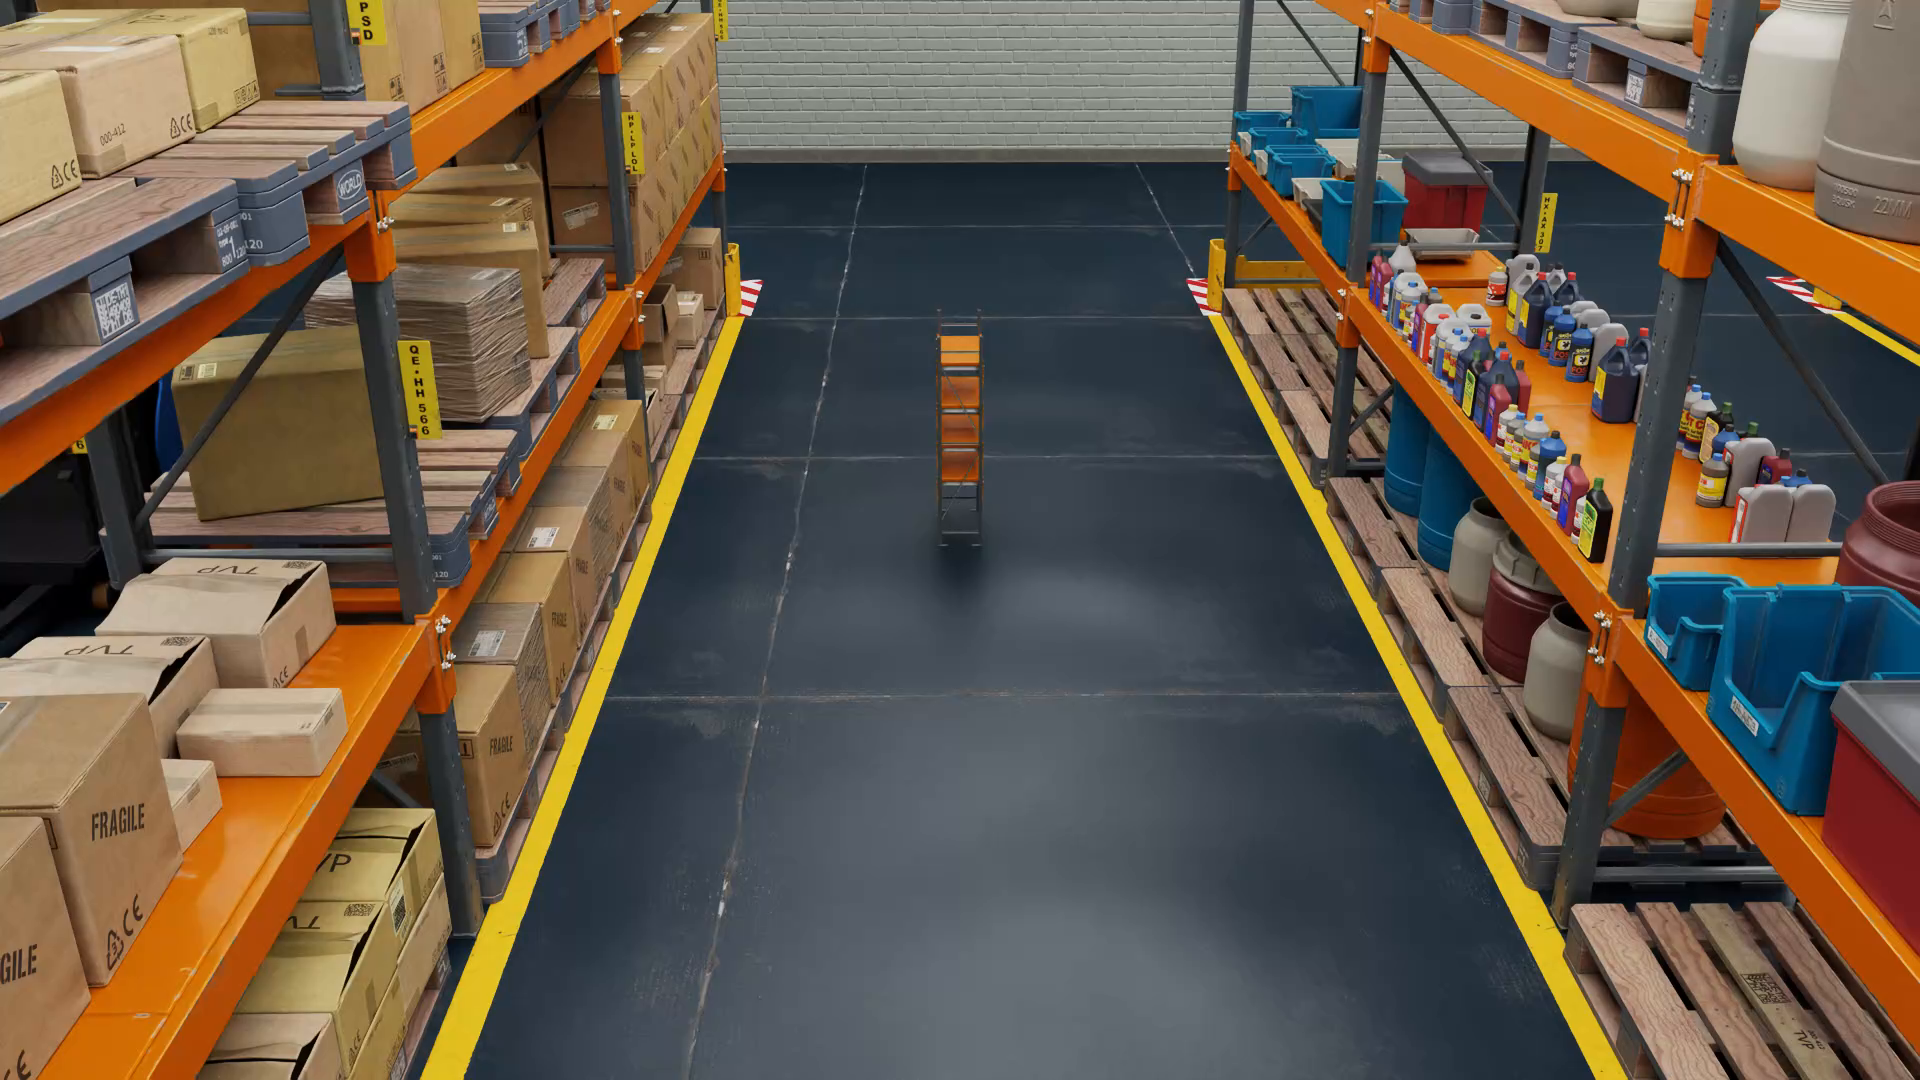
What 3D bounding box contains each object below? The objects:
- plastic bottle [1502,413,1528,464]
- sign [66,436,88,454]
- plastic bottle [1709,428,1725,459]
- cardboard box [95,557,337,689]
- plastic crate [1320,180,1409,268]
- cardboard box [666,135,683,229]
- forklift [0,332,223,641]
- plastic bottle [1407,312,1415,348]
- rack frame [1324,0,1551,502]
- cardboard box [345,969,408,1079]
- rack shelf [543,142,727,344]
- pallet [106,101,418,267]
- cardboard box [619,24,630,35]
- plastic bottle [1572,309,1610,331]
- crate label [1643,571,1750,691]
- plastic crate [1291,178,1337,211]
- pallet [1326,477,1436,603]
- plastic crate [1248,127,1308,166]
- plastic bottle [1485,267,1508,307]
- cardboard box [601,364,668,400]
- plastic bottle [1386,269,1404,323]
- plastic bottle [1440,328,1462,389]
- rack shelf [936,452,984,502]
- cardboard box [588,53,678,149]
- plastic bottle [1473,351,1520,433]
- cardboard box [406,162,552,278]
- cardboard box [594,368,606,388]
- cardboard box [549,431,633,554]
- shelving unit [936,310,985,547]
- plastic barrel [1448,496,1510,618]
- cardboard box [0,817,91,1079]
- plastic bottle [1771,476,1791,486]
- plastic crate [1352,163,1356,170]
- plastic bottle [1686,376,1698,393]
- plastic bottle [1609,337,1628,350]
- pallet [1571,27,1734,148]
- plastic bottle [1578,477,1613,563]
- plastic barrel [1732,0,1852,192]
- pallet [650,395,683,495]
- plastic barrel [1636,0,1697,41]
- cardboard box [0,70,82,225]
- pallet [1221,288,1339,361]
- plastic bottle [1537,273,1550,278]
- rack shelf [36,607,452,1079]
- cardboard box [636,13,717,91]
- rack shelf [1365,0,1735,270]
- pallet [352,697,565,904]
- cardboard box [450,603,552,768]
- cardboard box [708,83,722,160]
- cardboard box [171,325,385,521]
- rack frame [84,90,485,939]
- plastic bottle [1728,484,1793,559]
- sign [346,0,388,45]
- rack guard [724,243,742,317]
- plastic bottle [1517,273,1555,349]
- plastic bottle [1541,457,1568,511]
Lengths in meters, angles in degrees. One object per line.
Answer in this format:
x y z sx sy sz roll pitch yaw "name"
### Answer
2.272 -0.418 6.776 0.097 0.201 0.097 0 24 0 "plastic bottle"
-2.801 -0.425 5.241 0.100 0.325 0.005 0 24 -1 "sign"
3.033 -0.343 6.610 0.097 0.201 0.097 0 24 0 "plastic bottle"
-2.298 0.251 5.164 0.500 0.311 0.500 1 24 3 "cardboard box"
2.305 -1.820 9.580 0.392 0.384 0.575 0 24 -1 "plastic crate"
-2.047 -2.262 10.490 0.500 0.500 0.500 0 24 -1 "cardboard box"
-4.816 -1.102 8.129 1.130 2.935 3.031 1 24 1 "forklift"
2.255 -1.047 8.166 0.097 0.201 0.097 0 24 0 "plastic bottle"
2.651 -1.609 9.167 1.000 3.000 0.127 0 24 -1 "rack frame"
-1.999 1.550 5.011 0.500 0.250 0.500 -1 24 -1 "cardboard box"
-2.324 -2.084 11.092 1.077 0.370 4.000 0 24 -1 "rack shelf"
-2.161 -0.941 4.280 1.213 0.211 1.003 1 24 2 "pallet"
-2.591 -3.338 11.656 0.500 0.500 0.500 0 24 0 "cardboard box"
2.990 -0.978 7.922 0.152 0.276 0.135 0 24 -1 "plastic bottle"
2.325 0.291 5.170 0.303 0.233 0.416 0 24 -1 "crate label"
2.332 -2.232 10.793 0.293 0.136 0.466 0 24 -1 "plastic crate"
2.618 -0.020 9.038 1.003 0.211 1.213 0 24 -1 "pallet"
2.288 -2.834 12.006 0.416 0.233 0.300 0 24 -1 "plastic crate"
2.854 -1.349 8.834 0.097 0.201 0.097 0 24 0 "plastic bottle"
-2.110 -1.028 10.787 0.380 0.166 0.250 0 24 -1 "cardboard box"
2.251 -1.255 8.540 0.097 0.271 0.097 0 24 0 "plastic bottle"
2.262 -0.833 7.607 0.097 0.271 0.097 0 24 0 "plastic bottle"
-0.002 -0.373 9.263 0.258 0.148 0.480 0 24 -1 "rack shelf"
-2.037 -2.709 10.265 0.500 0.500 0.500 -1 24 -2 "cardboard box"
2.291 -0.640 7.084 0.144 0.351 0.185 0 24 -1 "plastic bottle"
-2.520 -1.629 8.580 0.700 0.500 0.500 -9 26 -18 "cardboard box"
-2.600 -1.106 10.784 0.500 0.311 0.500 0 24 -1 "cardboard box"
-2.013 -0.244 8.649 0.500 0.500 0.500 0 24 0 "cardboard box"
-0.002 -0.615 9.154 0.258 1.200 0.503 0 24 -1 "shelving unit"
2.565 0.082 7.937 0.421 0.512 0.421 0 24 0 "plastic barrel"
-2.218 0.923 3.448 0.500 0.500 0.500 0 24 0 "cardboard box"
3.038 -0.138 6.156 0.097 0.201 0.097 0 24 0 "plastic bottle"
2.835 -2.473 11.325 0.298 0.136 0.250 0 24 -1 "plastic crate"
3.046 -0.564 6.998 0.061 0.283 0.133 0 24 -1 "plastic bottle"
2.961 -0.777 7.484 0.097 0.271 0.097 0 24 0 "plastic bottle"
2.784 -1.557 5.642 1.003 0.211 1.213 0 24 -1 "pallet"
2.264 -0.072 5.911 0.061 0.283 0.133 0 24 -1 "plastic bottle"
2.392 -1.249 4.596 0.421 0.512 0.421 0 24 0 "plastic barrel"
-2.308 -0.600 10.322 1.003 0.211 1.213 0 24 -1 "pallet"
2.537 -1.897 5.822 0.301 0.262 0.301 0 24 0 "plastic barrel"
-2.178 -0.791 3.392 0.500 0.250 0.500 -1 24 -2 "cardboard box"
2.578 -1.647 12.634 1.003 0.211 1.213 0 24 -1 "pallet"
2.983 -1.241 8.504 0.152 0.276 0.135 0 24 -1 "plastic bottle"
-2.236 1.212 3.803 1.077 0.370 4.000 0 24 -1 "rack shelf"
-2.066 -3.555 12.136 0.500 0.500 0.500 0 24 -1 "cardboard box"
2.673 -1.824 6.875 1.077 0.370 4.000 0 24 -1 "rack shelf"
-2.229 1.023 6.732 1.003 0.211 1.213 0 24 -1 "pallet"
-1.989 0.594 6.796 0.500 0.500 0.500 -1 24 -2 "cardboard box"
-2.068 -3.099 12.340 0.500 0.500 0.500 0 24 1 "cardboard box"
-2.378 -0.436 5.943 0.700 0.500 0.500 -9 26 -18 "cardboard box"
-2.258 0.060 5.477 1.000 3.000 0.127 0 24 -1 "rack frame"
2.861 -0.083 5.944 0.152 0.276 0.135 0 24 -1 "plastic bottle"
-1.703 -1.577 4.734 0.100 0.325 0.005 0 24 -1 "sign"
-2.345 -2.066 13.212 1.175 0.500 0.348 0 24 -1 "rack guard"
2.846 -1.132 8.173 0.144 0.351 0.185 0 24 -1 "plastic bottle"
2.277 -0.218 6.332 0.097 0.201 0.097 0 24 0 "plastic bottle"
